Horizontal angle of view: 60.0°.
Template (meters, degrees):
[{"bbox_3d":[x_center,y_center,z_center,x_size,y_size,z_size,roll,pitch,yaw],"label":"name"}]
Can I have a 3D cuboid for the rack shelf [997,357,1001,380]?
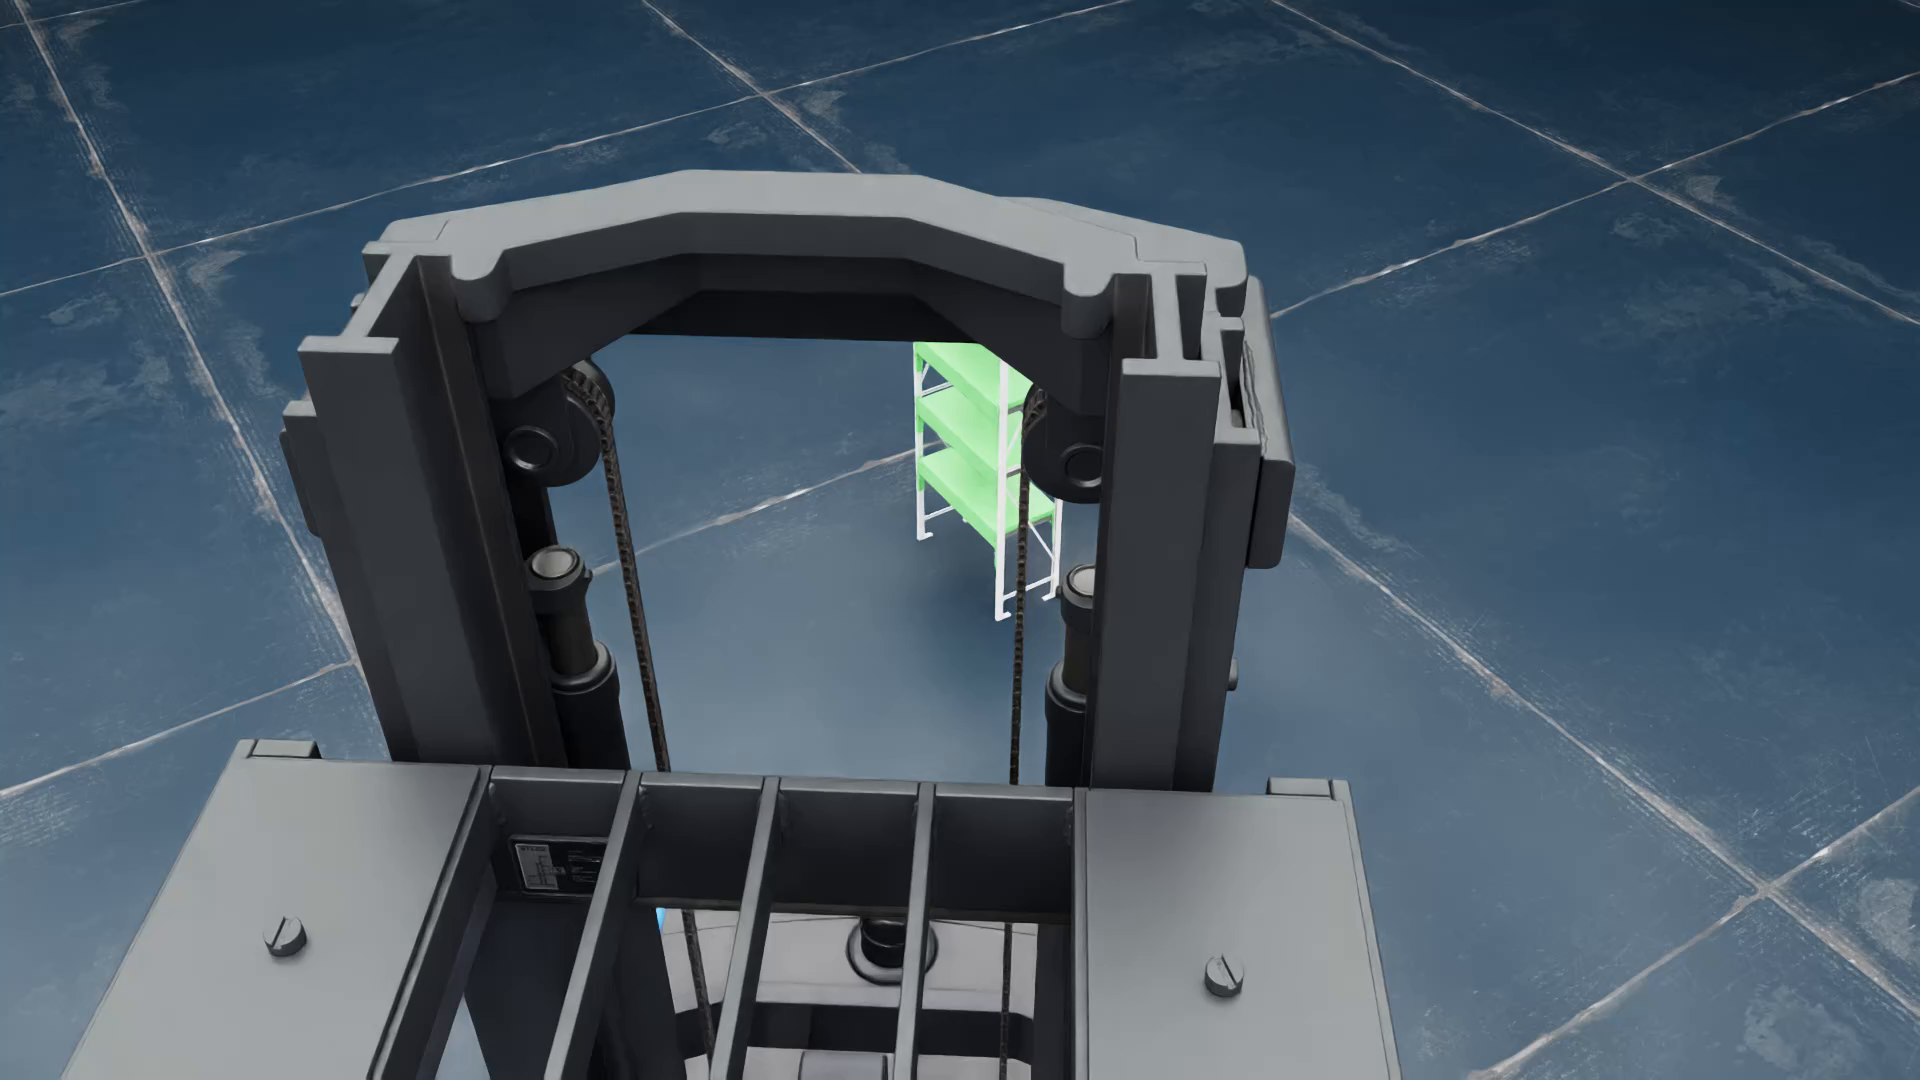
[{"bbox_3d":[0.089,-0.691,4.992,0.258,0.148,0.480,-22,45,-24],"label":"rack shelf"}]

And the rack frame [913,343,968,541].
[{"bbox_3d":[-0.042,-0.503,5.417,0.240,1.200,0.015,-22,45,-24],"label":"rack frame"}]

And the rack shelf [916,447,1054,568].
[{"bbox_3d":[0.089,-0.138,5.453,0.258,0.148,0.480,-22,45,-24],"label":"rack shelf"}]

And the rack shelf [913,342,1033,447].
[{"bbox_3d":[0.089,-0.507,5.146,0.258,0.148,0.480,-22,45,-24],"label":"rack shelf"}]

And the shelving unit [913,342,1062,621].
[{"bbox_3d":[0.089,-0.372,5.259,0.258,1.200,0.503,-22,45,-24],"label":"shelving unit"}]

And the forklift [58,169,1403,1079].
[{"bbox_3d":[-0.183,1.195,2.026,1.130,2.935,3.031,2,40,2],"label":"forklift"}]

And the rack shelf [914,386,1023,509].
[{"bbox_3d":[0.089,-0.323,5.300,0.258,0.148,0.480,-22,45,-24],"label":"rack shelf"}]

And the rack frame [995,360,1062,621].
[{"bbox_3d":[0.220,-0.240,5.101,0.240,1.200,0.015,-22,45,-24],"label":"rack frame"}]
